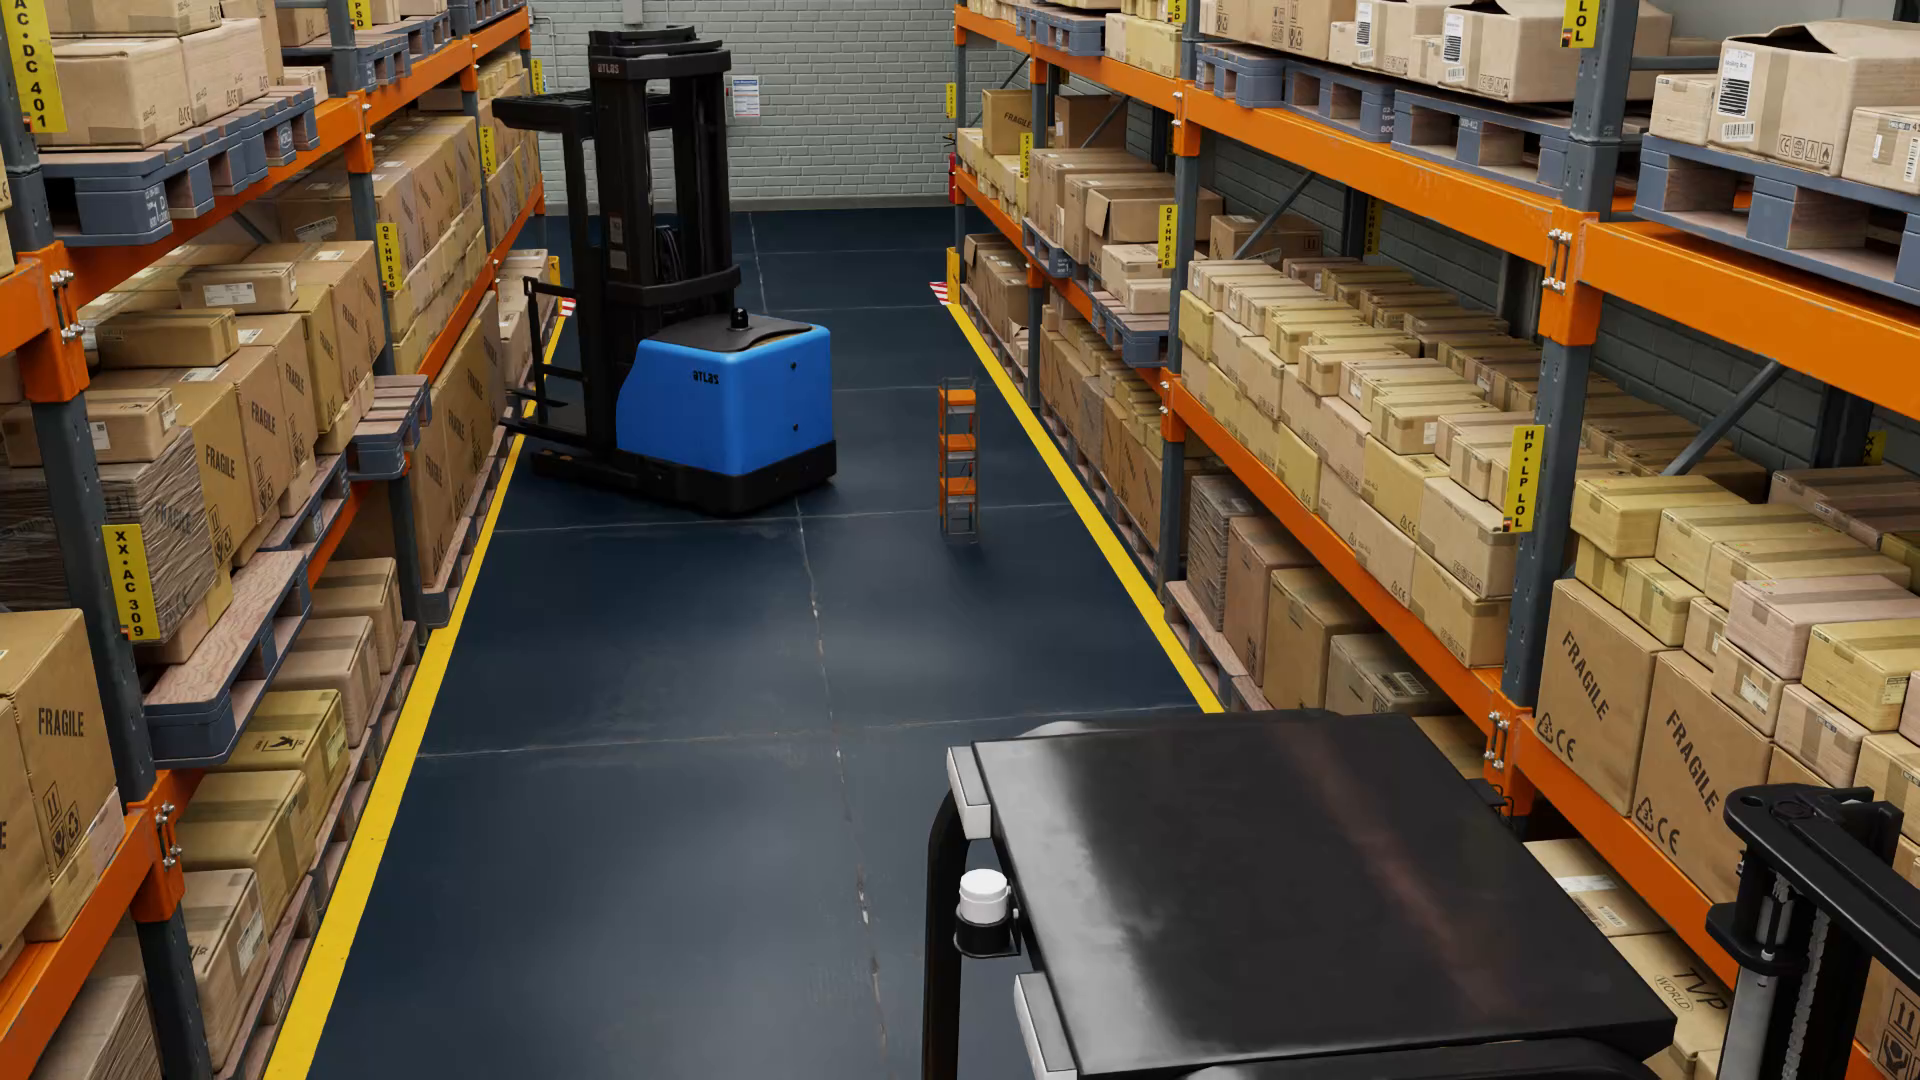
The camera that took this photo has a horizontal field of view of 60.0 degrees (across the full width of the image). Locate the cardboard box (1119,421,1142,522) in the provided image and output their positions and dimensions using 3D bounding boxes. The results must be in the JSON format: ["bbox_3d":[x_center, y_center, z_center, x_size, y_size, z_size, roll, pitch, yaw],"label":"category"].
[{"bbox_3d":[1.273,-0.423,10.033,0.500,0.500,0.500,-3,21,-9],"label":"cardboard box"}]

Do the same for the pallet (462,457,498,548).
[{"bbox_3d":[-3.515,-0.228,10.524,1.003,0.211,1.213,-3,21,-8],"label":"pallet"}]

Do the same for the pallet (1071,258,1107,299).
[{"bbox_3d":[1.324,-1.671,10.676,1.003,0.211,1.213,-3,21,-8],"label":"pallet"}]

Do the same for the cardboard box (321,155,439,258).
[{"bbox_3d":[-3.272,-1.885,9.405,0.500,0.500,0.500,-2,21,-6],"label":"cardboard box"}]

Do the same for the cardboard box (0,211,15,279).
[{"bbox_3d":[-2.378,-0.644,3.726,0.380,0.149,0.250,-3,21,-7],"label":"cardboard box"}]

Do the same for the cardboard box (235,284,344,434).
[{"bbox_3d":[-2.803,-0.722,6.694,0.500,0.500,0.500,-4,21,-11],"label":"cardboard box"}]

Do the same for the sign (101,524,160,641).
[{"bbox_3d":[-2.190,0.114,4.388,0.100,0.325,0.005,-3,21,-8],"label":"sign"}]

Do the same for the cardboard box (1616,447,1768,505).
[{"bbox_3d":[2.347,-0.186,5.356,0.380,0.149,0.250,-3,21,-9],"label":"cardboard box"}]

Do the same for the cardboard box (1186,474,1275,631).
[{"bbox_3d":[1.685,0.045,8.603,0.875,0.625,0.625,-2,21,-6],"label":"cardboard box"}]

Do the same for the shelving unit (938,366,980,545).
[{"bbox_3d":[-0.008,-0.510,10.082,0.215,1.050,0.252,-3,21,-8],"label":"shelving unit"}]

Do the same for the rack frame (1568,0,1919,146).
[{"bbox_3d":[2.185,-2.513,4.083,1.000,3.000,0.127,-3,21,-8],"label":"rack frame"}]

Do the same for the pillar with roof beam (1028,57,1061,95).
[{"bbox_3d":[-3.302,-7.430,17.247,9.100,9.000,0.400,-3,21,-8],"label":"pillar with roof beam"}]

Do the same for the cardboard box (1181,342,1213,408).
[{"bbox_3d":[1.431,-0.851,8.423,0.500,0.250,0.500,-3,21,-8],"label":"cardboard box"}]

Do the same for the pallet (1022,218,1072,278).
[{"bbox_3d":[1.039,-2.100,11.827,1.003,0.211,1.213,-3,21,-8],"label":"pallet"}]

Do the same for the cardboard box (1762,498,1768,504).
[{"bbox_3d":[2.366,-0.055,5.576,0.500,0.250,0.500,-3,21,-9],"label":"cardboard box"}]

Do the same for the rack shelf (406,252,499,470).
[{"bbox_3d":[-3.591,-1.191,10.147,1.077,0.370,4.000,-3,21,-8],"label":"rack shelf"}]

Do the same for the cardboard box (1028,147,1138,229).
[{"bbox_3d":[0.880,-2.537,11.979,0.700,0.500,0.500,-2,21,-6],"label":"cardboard box"}]

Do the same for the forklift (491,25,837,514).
[{"bbox_3d":[-2.334,-1.919,11.166,3.031,2.935,1.130,14,24,32],"label":"forklift"}]

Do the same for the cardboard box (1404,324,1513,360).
[{"bbox_3d":[2.096,-0.805,7.015,0.380,0.149,0.250,-2,21,-6],"label":"cardboard box"}]

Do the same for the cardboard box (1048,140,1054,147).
[{"bbox_3d":[0.924,-3.430,14.902,0.500,0.250,0.500,-2,21,-6],"label":"cardboard box"}]

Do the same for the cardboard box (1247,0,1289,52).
[{"bbox_3d":[1.643,-2.350,7.049,0.700,0.500,0.500,-3,21,-9],"label":"cardboard box"}]

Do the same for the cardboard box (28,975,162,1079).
[{"bbox_3d":[-2.375,1.480,4.223,0.500,0.500,0.500,-3,21,-9],"label":"cardboard box"}]

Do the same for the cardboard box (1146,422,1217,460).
[{"bbox_3d":[1.287,-0.575,9.515,0.380,0.149,0.250,-4,21,-10],"label":"cardboard box"}]

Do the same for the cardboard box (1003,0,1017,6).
[{"bbox_3d":[0.629,-4.281,12.892,0.500,0.250,0.500,-4,21,-10],"label":"cardboard box"}]

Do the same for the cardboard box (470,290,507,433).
[{"bbox_3d":[-3.711,-1.212,11.609,0.875,0.875,0.875,-2,21,-6],"label":"cardboard box"}]

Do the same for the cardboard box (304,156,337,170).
[{"bbox_3d":[-3.783,-1.866,9.354,0.500,0.500,0.500,-3,21,-8],"label":"cardboard box"}]

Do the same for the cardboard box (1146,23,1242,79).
[{"bbox_3d":[1.294,-2.588,8.785,0.500,0.250,0.500,-4,21,-10],"label":"cardboard box"}]

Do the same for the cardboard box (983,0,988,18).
[{"bbox_3d":[0.396,-4.487,14.015,0.380,0.149,0.250,-3,21,-8],"label":"cardboard box"}]

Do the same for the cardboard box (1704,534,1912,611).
[{"bbox_3d":[2.110,0.107,4.149,0.380,0.149,0.250,-3,21,-9],"label":"cardboard box"}]

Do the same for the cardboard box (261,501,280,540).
[{"bbox_3d":[-2.667,-0.095,5.943,0.380,0.149,0.250,-3,21,-7],"label":"cardboard box"}]

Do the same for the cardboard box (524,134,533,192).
[{"bbox_3d":[-4.067,-3.324,14.687,0.500,0.500,0.500,-3,21,-9],"label":"cardboard box"}]

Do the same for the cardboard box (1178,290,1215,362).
[{"bbox_3d":[1.406,-1.084,8.332,0.500,0.250,0.500,-3,21,-8],"label":"cardboard box"}]

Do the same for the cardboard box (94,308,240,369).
[{"bbox_3d":[-2.703,-0.689,5.679,0.380,0.149,0.250,-2,21,-5],"label":"cardboard box"}]

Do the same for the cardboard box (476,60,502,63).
[{"bbox_3d":[-4.062,-3.955,14.020,0.380,0.149,0.250,-3,21,-8],"label":"cardboard box"}]

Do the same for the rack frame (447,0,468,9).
[{"bbox_3d":[-3.879,-5.031,10.825,1.000,3.000,0.127,-3,21,-8],"label":"rack frame"}]

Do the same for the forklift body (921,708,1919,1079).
[{"bbox_3d":[0.683,1.515,3.085,2.313,2.155,1.214,-3,21,-8],"label":"forklift body"}]

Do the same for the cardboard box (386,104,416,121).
[{"bbox_3d":[-4.221,-2.885,12.083,0.500,0.500,0.500,-3,21,-8],"label":"cardboard box"}]

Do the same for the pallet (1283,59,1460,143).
[{"bbox_3d":[1.959,-1.787,6.696,1.003,0.211,1.213,-2,21,-5],"label":"pallet"}]

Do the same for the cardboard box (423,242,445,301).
[{"bbox_3d":[-3.265,-1.540,9.552,0.500,0.250,0.500,-3,21,-8],"label":"cardboard box"}]

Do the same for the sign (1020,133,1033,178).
[{"bbox_3d":[0.496,-2.848,12.317,0.100,0.325,0.005,-3,21,-8],"label":"sign"}]

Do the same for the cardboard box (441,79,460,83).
[{"bbox_3d":[-3.800,-3.337,12.363,0.380,0.149,0.250,-3,21,-8],"label":"cardboard box"}]

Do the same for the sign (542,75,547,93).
[{"bbox_3d":[-5.349,-5.702,20.810,0.327,0.218,0.001,-3,21,-8],"label":"sign"}]

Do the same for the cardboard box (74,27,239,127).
[{"bbox_3d":[-2.488,-1.381,4.953,0.500,0.250,0.500,-3,21,-8],"label":"cardboard box"}]

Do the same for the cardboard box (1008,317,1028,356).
[{"bbox_3d":[0.609,-1.690,13.761,0.396,0.266,0.258,-2,21,-6],"label":"cardboard box"}]

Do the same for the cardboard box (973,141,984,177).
[{"bbox_3d":[0.403,-3.406,14.837,0.500,0.250,0.500,-3,21,-9],"label":"cardboard box"}]

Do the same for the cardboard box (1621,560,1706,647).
[{"bbox_3d":[2.010,0.160,4.431,0.380,0.149,0.250,-2,21,-6],"label":"cardboard box"}]

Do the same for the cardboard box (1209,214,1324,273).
[{"bbox_3d":[1.689,-1.517,9.248,0.500,0.500,0.500,-2,21,-5],"label":"cardboard box"}]

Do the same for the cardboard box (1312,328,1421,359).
[{"bbox_3d":[1.693,-0.781,6.951,0.380,0.149,0.250,-3,21,-8],"label":"cardboard box"}]

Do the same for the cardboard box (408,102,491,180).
[{"bbox_3d":[-3.708,-2.913,12.157,0.500,0.500,0.500,-3,21,-7],"label":"cardboard box"}]

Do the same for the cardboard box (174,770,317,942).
[{"bbox_3d":[-2.911,1.153,5.997,0.950,0.372,0.625,-2,21,-4],"label":"cardboard box"}]

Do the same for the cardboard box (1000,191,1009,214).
[{"bbox_3d":[0.540,-2.809,13.810,0.380,0.149,0.250,-3,21,-9],"label":"cardboard box"}]

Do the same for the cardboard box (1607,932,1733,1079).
[{"bbox_3d":[2.008,1.281,4.399,0.500,0.250,0.500,-3,21,-8],"label":"cardboard box"}]

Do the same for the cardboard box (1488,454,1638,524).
[{"bbox_3d":[1.916,-0.160,5.288,0.380,0.149,0.250,-2,21,-6],"label":"cardboard box"}]

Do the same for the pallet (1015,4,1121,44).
[{"bbox_3d":[1.056,-3.560,11.443,1.213,0.211,1.003,-3,21,-8],"label":"pallet"}]

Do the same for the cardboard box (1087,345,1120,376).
[{"bbox_3d":[1.071,-1.215,11.229,0.380,0.149,0.250,-2,21,-6],"label":"cardboard box"}]

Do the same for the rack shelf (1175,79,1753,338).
[{"bbox_3d":[1.897,-1.463,6.588,1.077,0.370,4.000,-3,21,-8],"label":"rack shelf"}]

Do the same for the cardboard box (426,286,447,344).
[{"bbox_3d":[-3.286,-1.307,9.641,0.500,0.250,0.500,-2,21,-6],"label":"cardboard box"}]

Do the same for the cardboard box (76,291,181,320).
[{"bbox_3d":[-3.302,-0.688,6.602,0.500,0.500,0.500,-3,21,-7],"label":"cardboard box"}]
